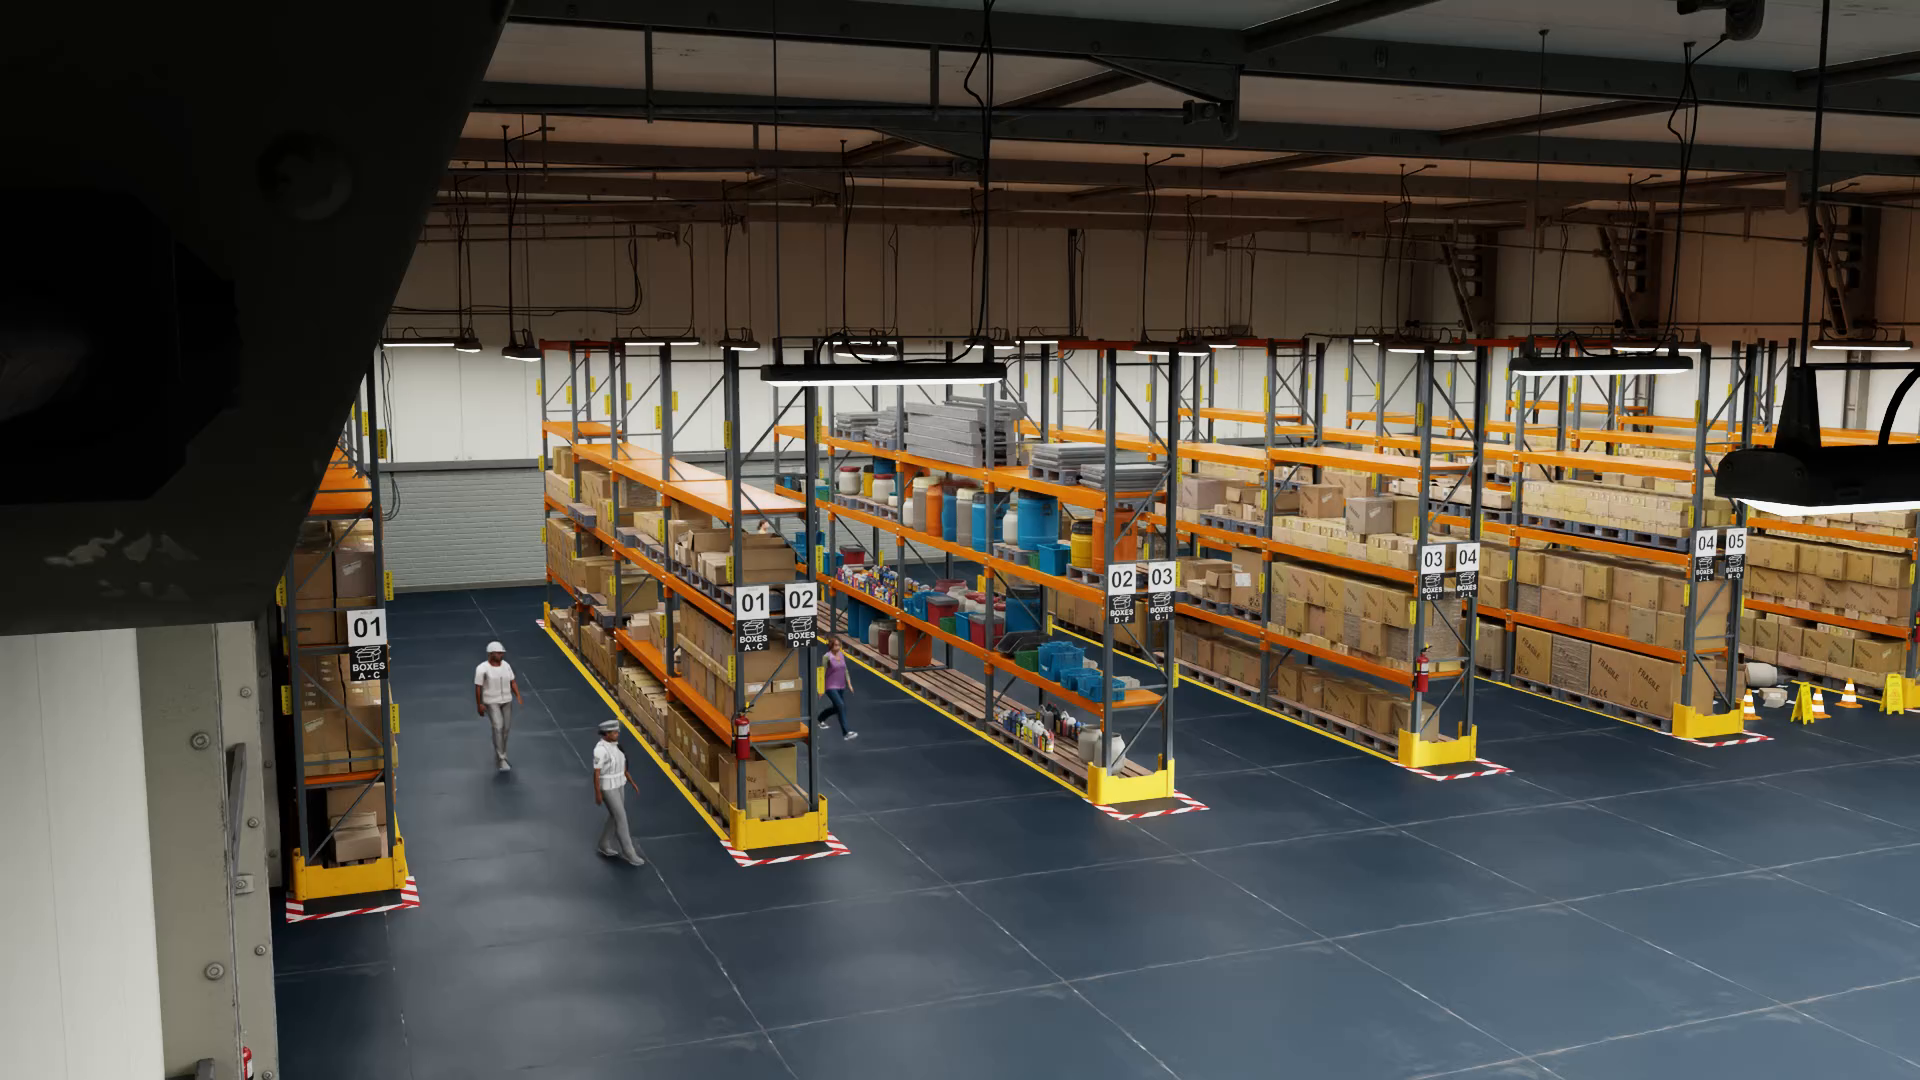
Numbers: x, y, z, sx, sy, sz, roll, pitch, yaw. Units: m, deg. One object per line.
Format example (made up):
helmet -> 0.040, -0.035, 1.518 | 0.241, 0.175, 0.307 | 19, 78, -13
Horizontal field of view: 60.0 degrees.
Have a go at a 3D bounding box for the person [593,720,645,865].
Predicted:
person -> -4.024, 2.980, 19.724 | 0.748, 1.668, 0.471 | 2, 8, 17

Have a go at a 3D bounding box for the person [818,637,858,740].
person -> -1.815, 2.166, 24.638 | 1.074, 1.478, 0.450 | 6, 9, 38

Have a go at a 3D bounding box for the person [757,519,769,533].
person -> -4.768, 0.313, 39.968 | 0.796, 1.659, 0.450 | 0, 7, -3

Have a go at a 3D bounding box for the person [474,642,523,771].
person -> -6.558, 2.368, 23.899 | 0.728, 1.767, 0.591 | 7, 10, 43
